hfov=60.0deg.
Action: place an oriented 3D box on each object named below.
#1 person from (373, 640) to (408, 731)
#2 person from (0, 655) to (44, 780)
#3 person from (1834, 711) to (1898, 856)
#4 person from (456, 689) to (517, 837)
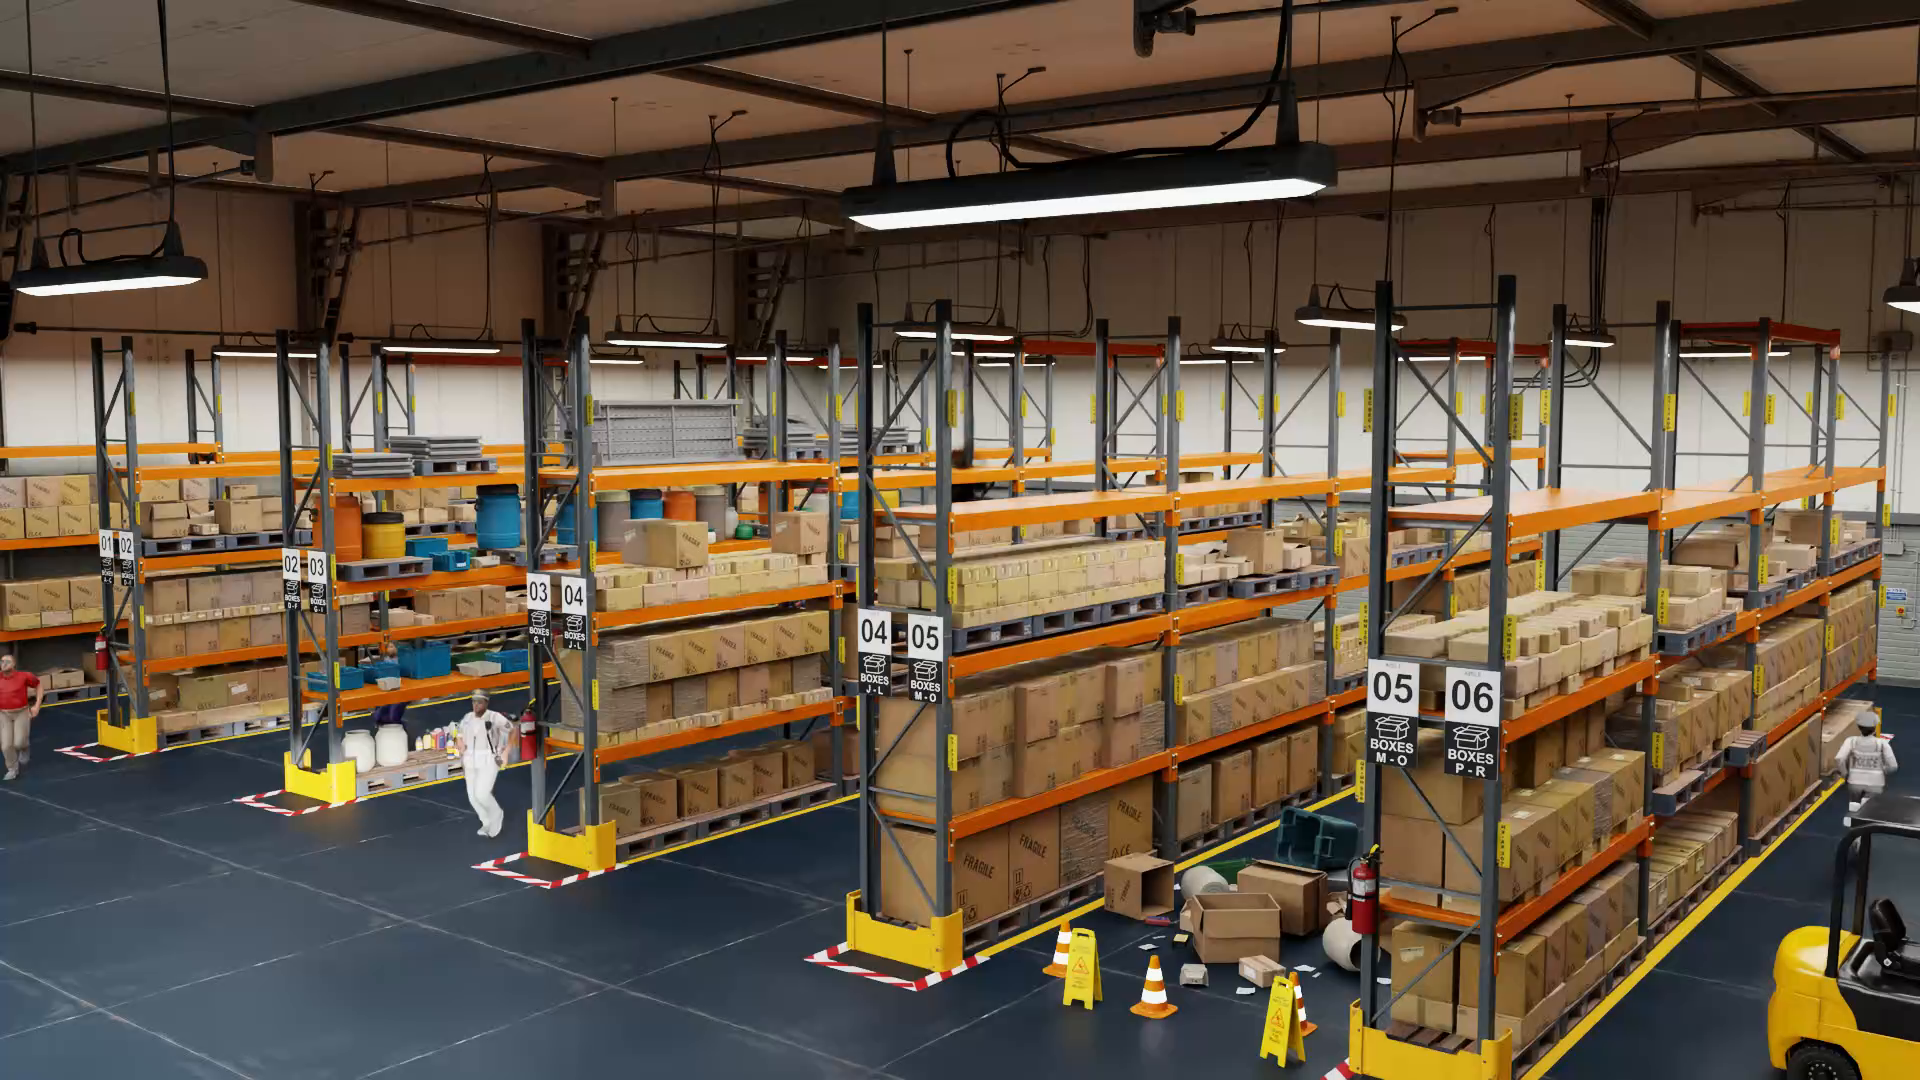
[{"bbox_3d":[-8.272,2.263,24.209,0.604,1.605,0.541,2,6,26],"label":"person"},{"bbox_3d":[-12.774,2.381,22.450,0.694,1.687,0.632,-1,5,-16],"label":"person"},{"bbox_3d":[9.989,2.743,18.333,0.584,1.703,1.093,4,6,39],"label":"person"},{"bbox_3d":[-5.574,2.601,19.344,0.646,1.752,0.655,1,5,14],"label":"person"}]
